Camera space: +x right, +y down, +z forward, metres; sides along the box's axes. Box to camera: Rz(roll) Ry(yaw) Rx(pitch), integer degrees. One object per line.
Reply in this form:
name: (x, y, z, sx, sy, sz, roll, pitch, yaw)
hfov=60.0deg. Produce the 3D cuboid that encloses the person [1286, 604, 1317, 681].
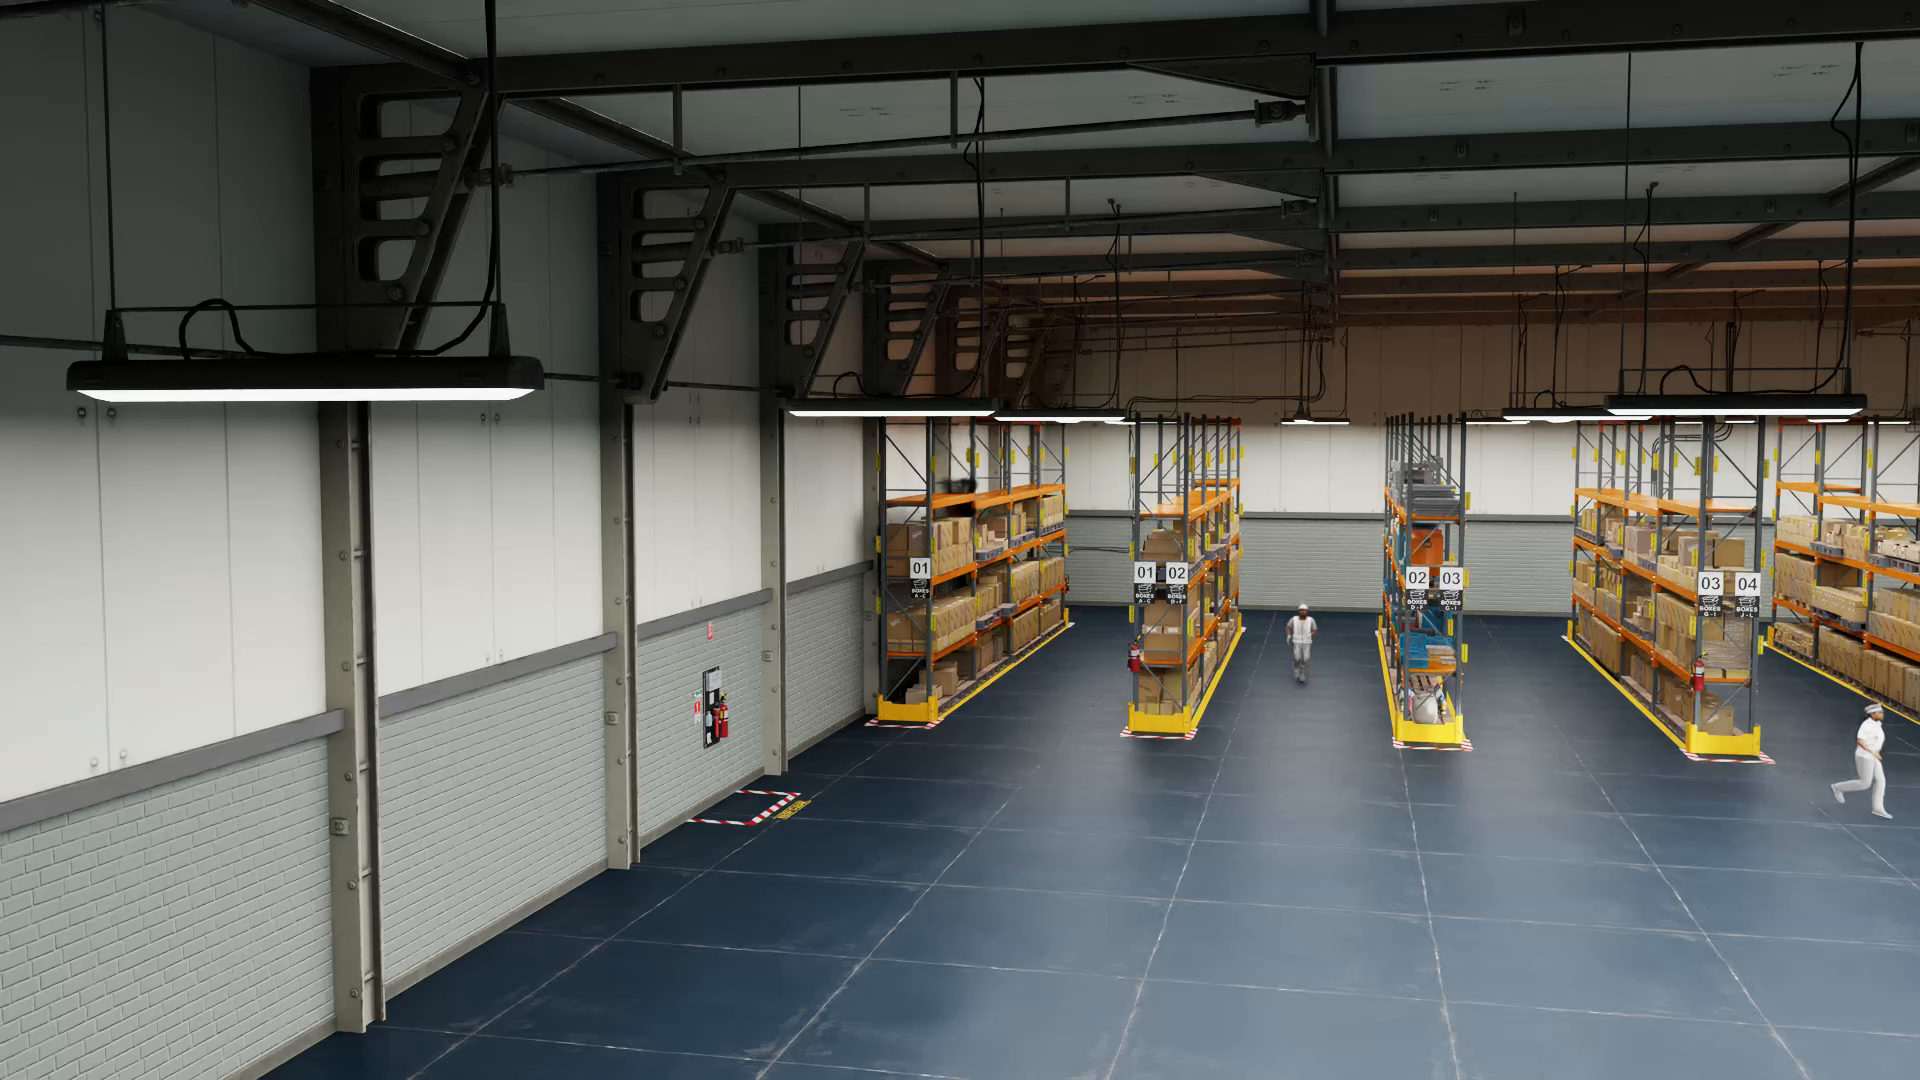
person: (7.677, 2.320, 37.321, 0.681, 1.739, 0.622, 0, 4, 7)

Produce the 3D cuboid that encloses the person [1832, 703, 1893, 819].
person: (13.424, 3.232, 24.661, 0.599, 1.686, 0.855, -4, 5, -44)

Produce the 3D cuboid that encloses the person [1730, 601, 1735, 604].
person: (18.769, 2.192, 40.302, 0.539, 1.621, 0.598, 1, 4, 12)
